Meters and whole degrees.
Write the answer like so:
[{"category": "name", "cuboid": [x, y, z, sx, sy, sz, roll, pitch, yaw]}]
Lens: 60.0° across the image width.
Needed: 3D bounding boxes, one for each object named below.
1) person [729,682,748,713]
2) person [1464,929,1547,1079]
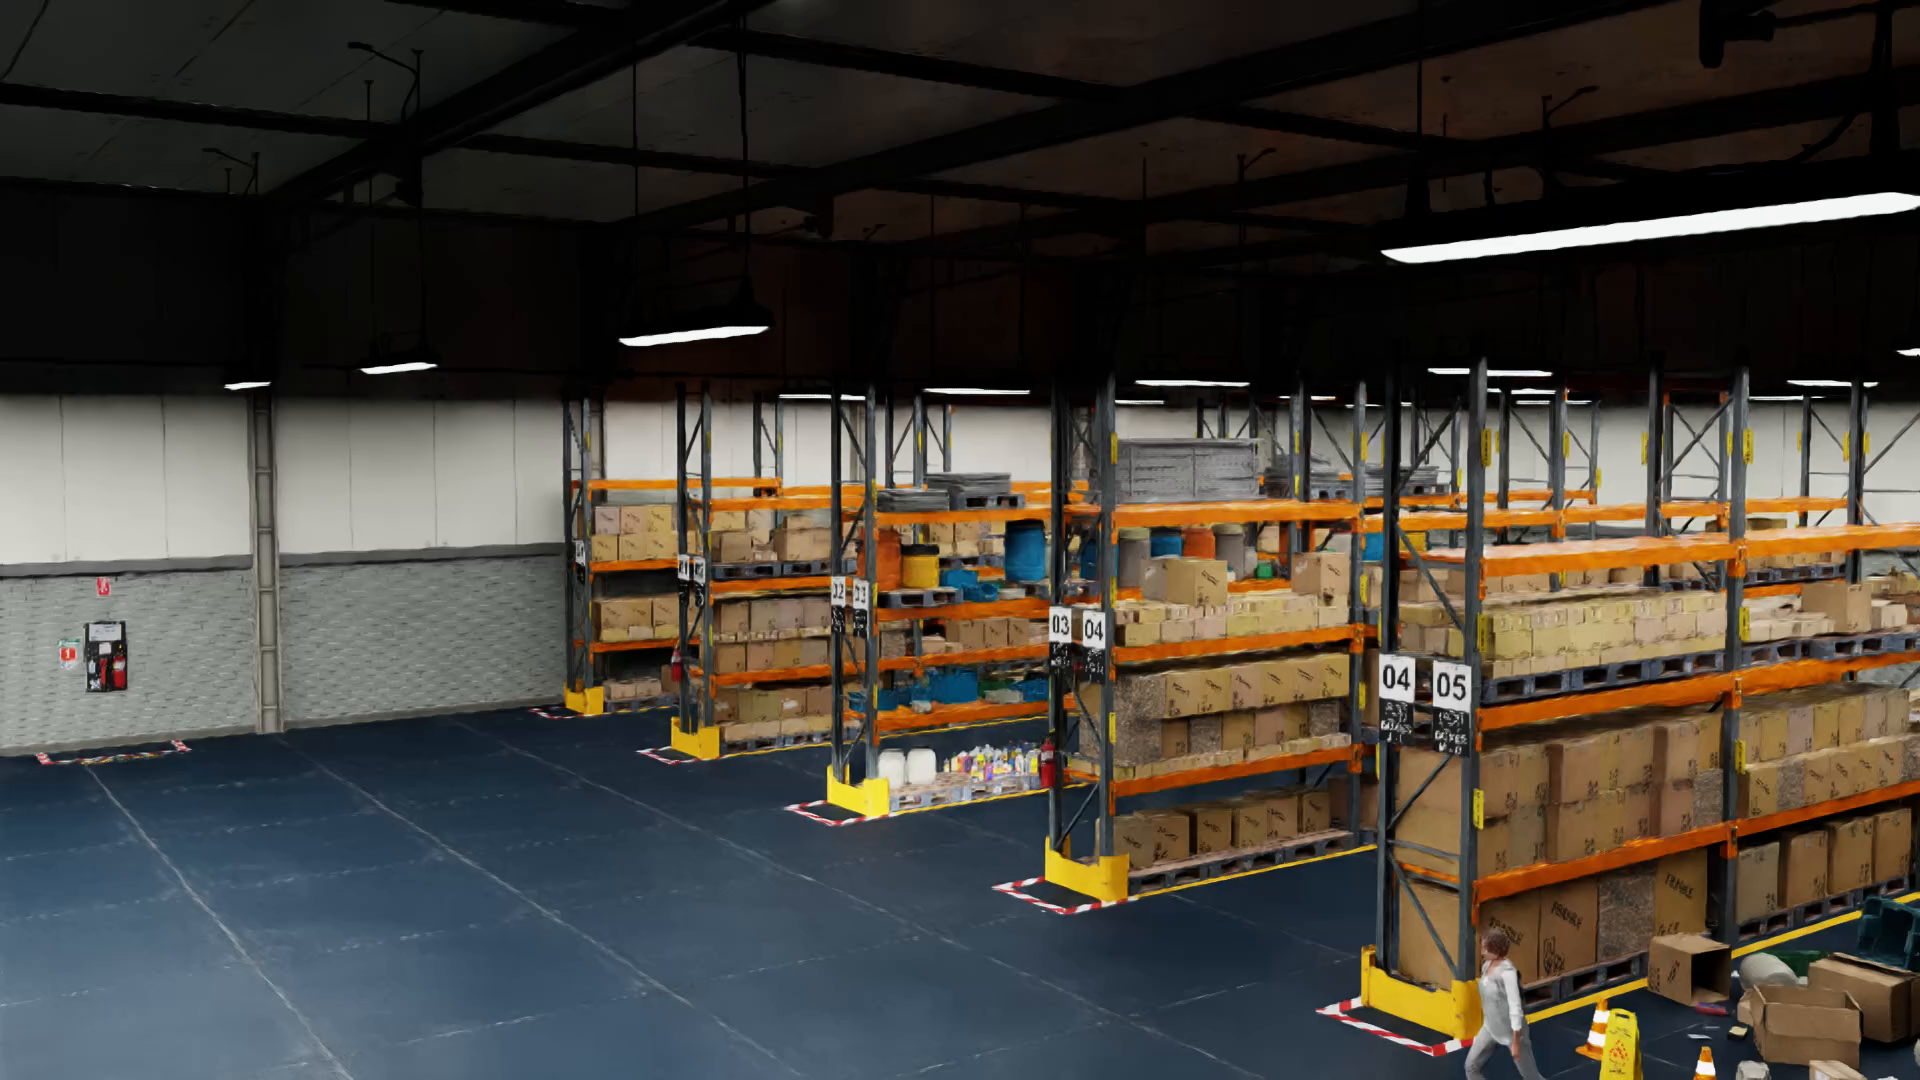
[{"category": "person", "cuboid": [-3.977, 2.443, 29.328, 0.819, 1.689, 0.669, -2, 4, -30]}, {"category": "person", "cuboid": [4.057, 3.604, 12.200, 0.867, 1.531, 0.461, -1, 4, -13]}]
